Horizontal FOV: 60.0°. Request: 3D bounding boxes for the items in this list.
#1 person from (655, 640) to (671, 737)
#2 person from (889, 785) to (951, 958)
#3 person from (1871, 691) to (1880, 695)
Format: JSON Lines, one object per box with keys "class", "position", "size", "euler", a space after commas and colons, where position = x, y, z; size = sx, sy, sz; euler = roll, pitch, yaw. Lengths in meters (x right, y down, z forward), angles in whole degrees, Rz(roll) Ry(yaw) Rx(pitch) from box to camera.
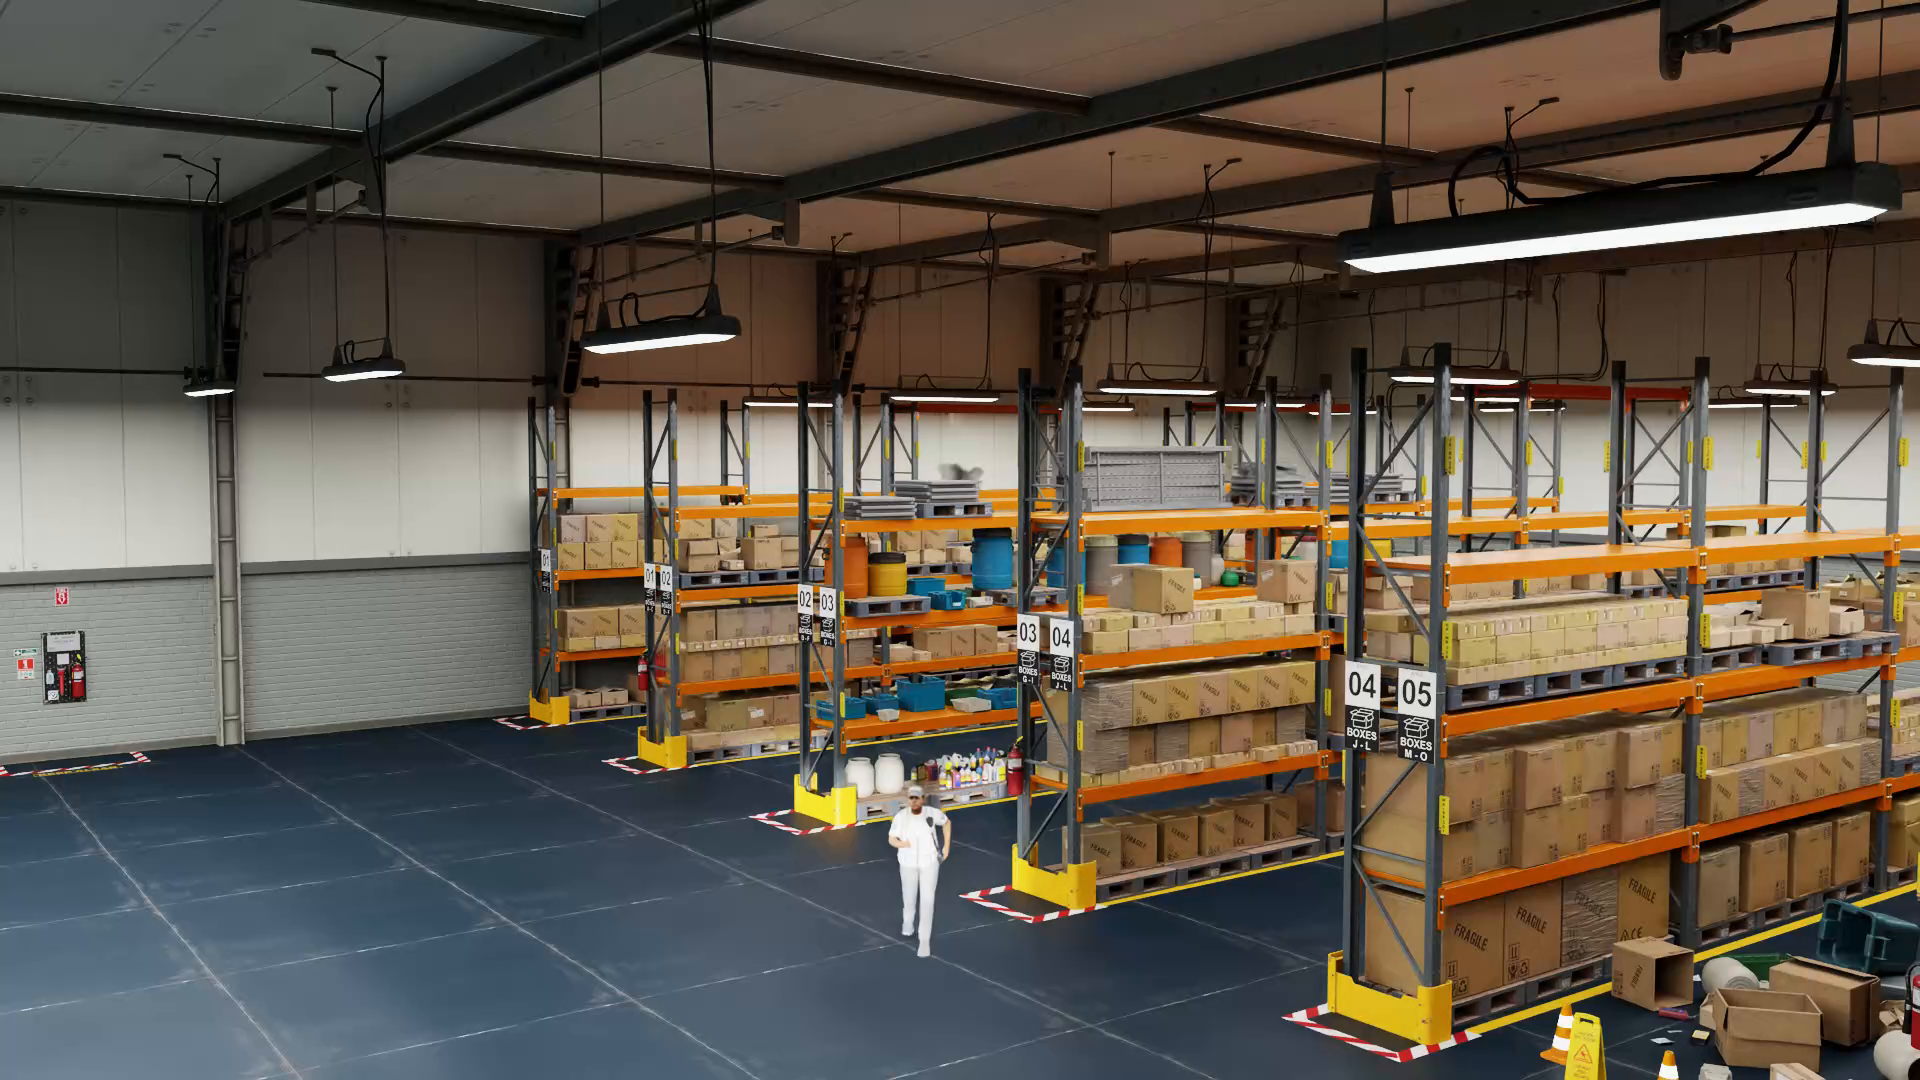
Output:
{"class": "person", "position": [-5.171, 2.597, 28.602], "size": [0.654, 1.762, 0.862], "euler": [3, 5, 44]}
{"class": "person", "position": [-0.411, 3.337, 17.005], "size": [0.610, 1.716, 0.881], "euler": [0, 3, 5]}
{"class": "person", "position": [13.157, 2.929, 23.773], "size": [0.837, 1.608, 0.558], "euler": [-3, 4, -39]}
